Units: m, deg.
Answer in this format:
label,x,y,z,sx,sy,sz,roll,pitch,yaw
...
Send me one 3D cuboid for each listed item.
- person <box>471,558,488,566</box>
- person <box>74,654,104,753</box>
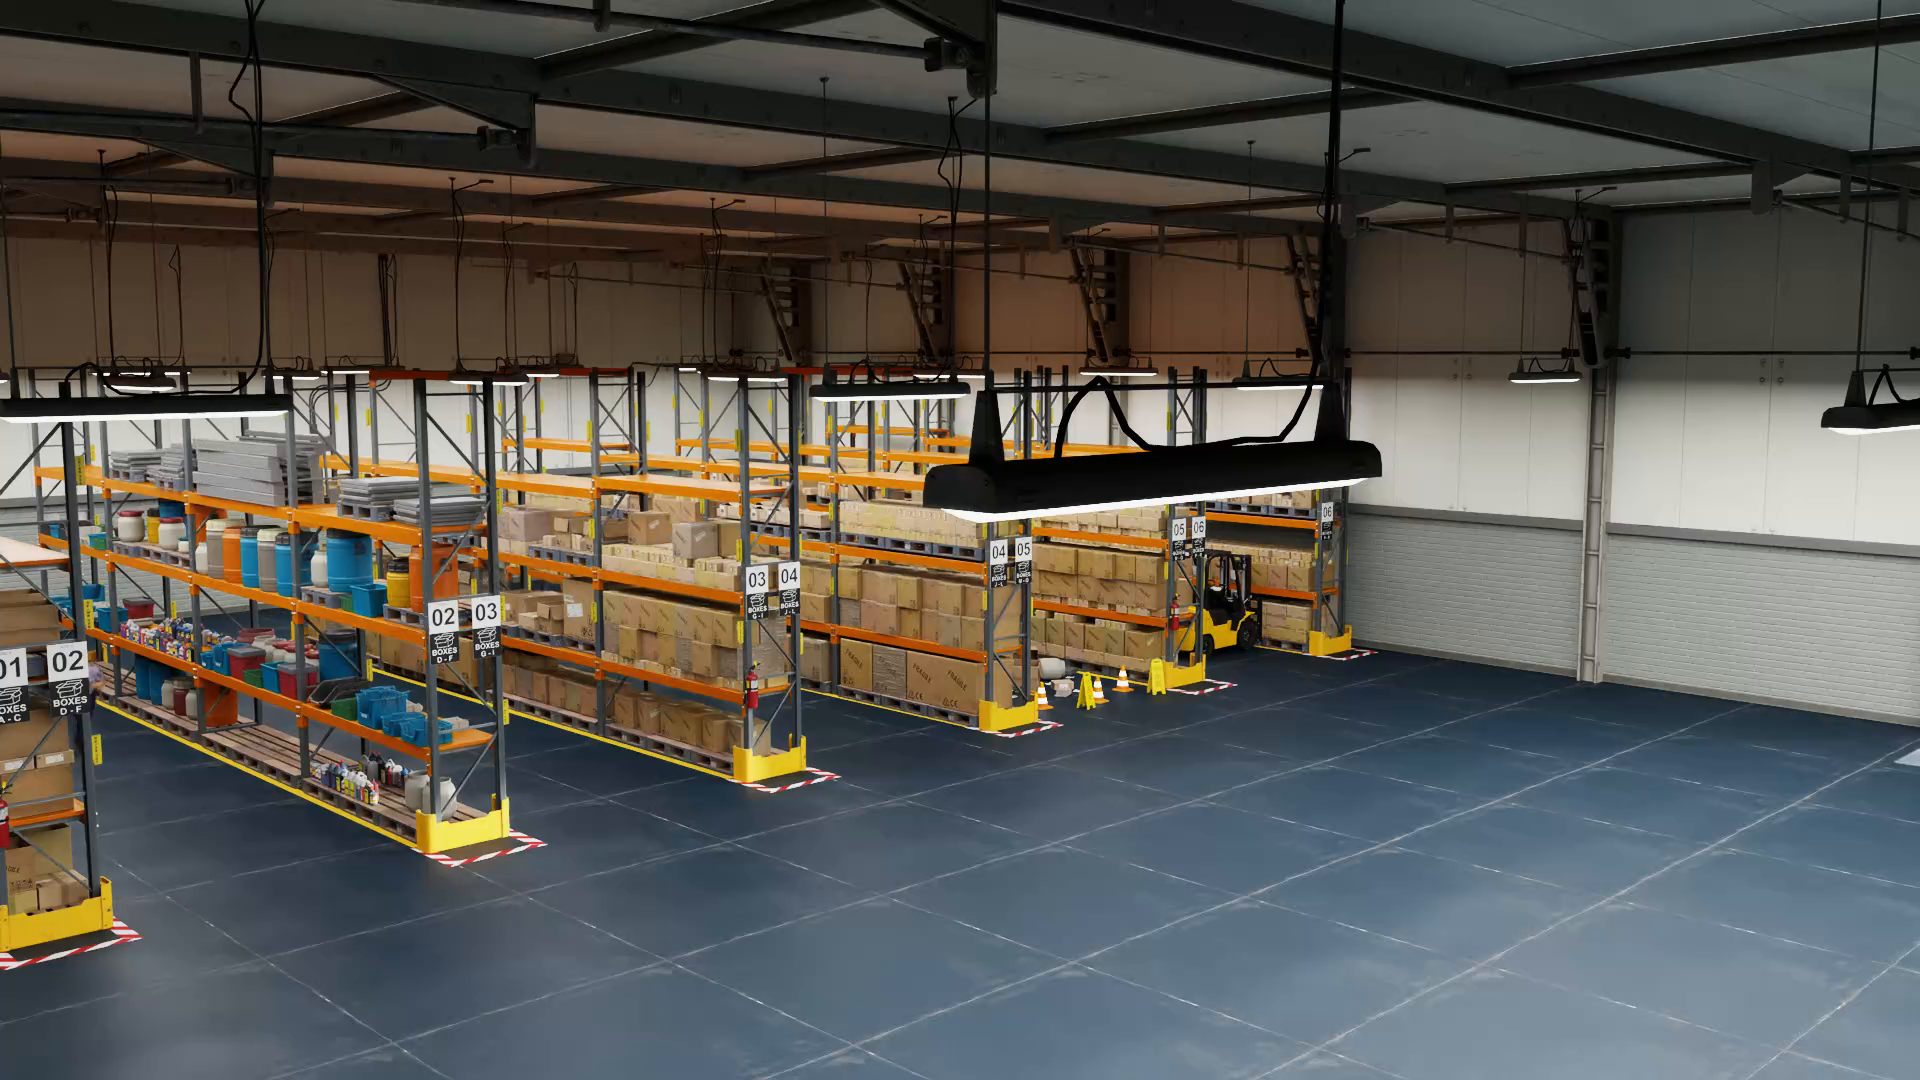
label,x,y,z,sx,sy,sz,roll,pitch,yaw
person,-11.430,1.005,39.727,0.720,1.734,0.647,2,7,21
person,-13.870,2.568,26.256,0.630,1.632,0.795,-6,9,-44
